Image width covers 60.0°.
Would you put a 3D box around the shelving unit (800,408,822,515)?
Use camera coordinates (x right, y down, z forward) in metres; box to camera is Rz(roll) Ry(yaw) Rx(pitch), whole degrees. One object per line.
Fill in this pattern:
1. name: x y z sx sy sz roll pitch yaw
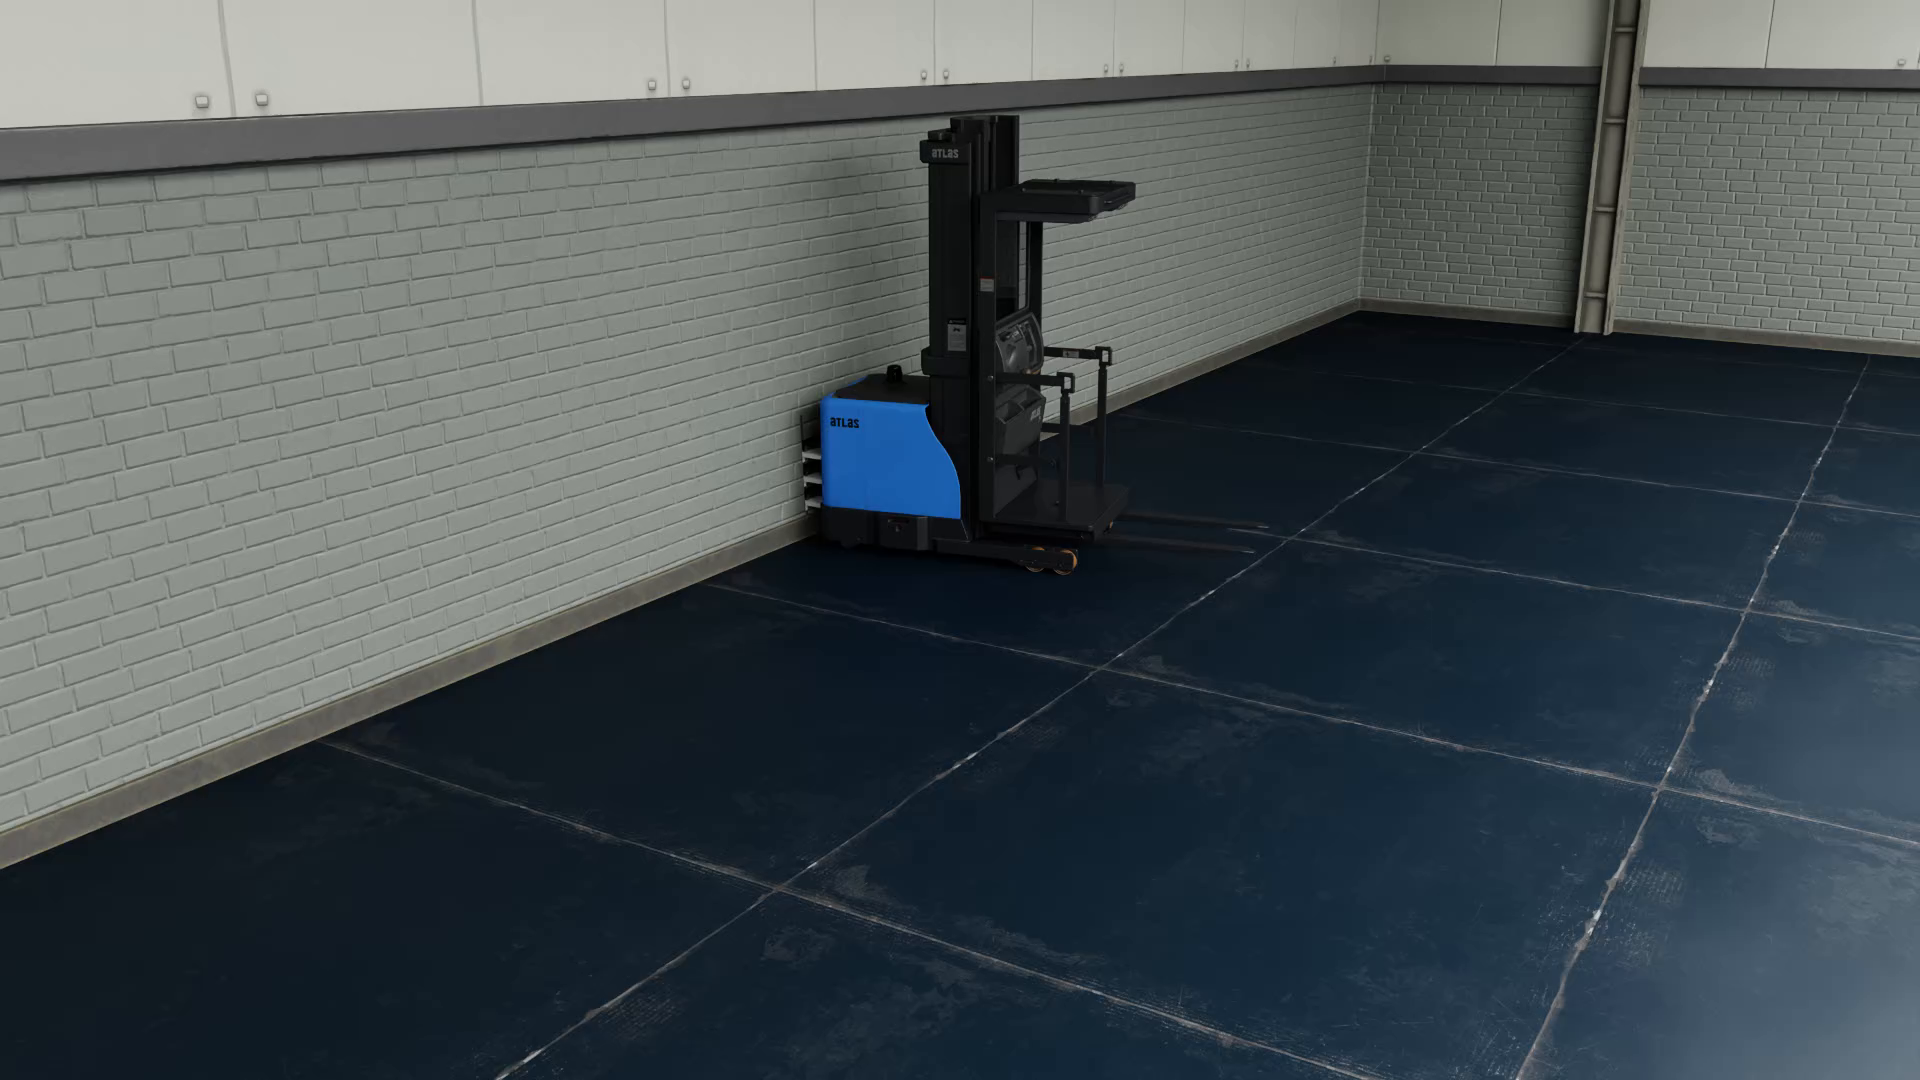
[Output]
1. shelving unit: -0.965 -0.470 11.881 0.210 0.900 0.258 10 23 30

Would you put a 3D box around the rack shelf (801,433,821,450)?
1. rack shelf: -0.970 -0.693 11.802 0.200 0.077 0.258 10 23 30

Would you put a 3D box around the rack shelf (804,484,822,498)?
1. rack shelf: -0.962 -0.353 11.922 0.200 0.077 0.258 10 23 30

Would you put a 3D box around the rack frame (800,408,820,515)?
1. rack frame: -1.052 -0.486 11.931 0.006 0.900 0.240 10 23 30

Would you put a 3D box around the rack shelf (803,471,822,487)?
1. rack shelf: -0.964 -0.438 11.892 0.200 0.077 0.258 10 23 30

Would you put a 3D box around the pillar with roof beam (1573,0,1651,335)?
1. pillar with roof beam: 5.446 -5.772 15.402 0.400 9.000 9.100 10 20 30

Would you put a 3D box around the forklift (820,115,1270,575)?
1. forklift: 0.594 -1.343 11.259 3.031 2.935 1.130 6 18 18

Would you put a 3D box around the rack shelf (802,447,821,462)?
1. rack shelf: -0.968 -0.608 11.832 0.200 0.077 0.258 10 23 30

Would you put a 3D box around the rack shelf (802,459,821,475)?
1. rack shelf: -0.966 -0.523 11.862 0.200 0.077 0.258 10 23 30

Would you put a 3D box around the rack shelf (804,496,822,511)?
1. rack shelf: -0.961 -0.269 11.952 0.200 0.077 0.258 10 23 30
